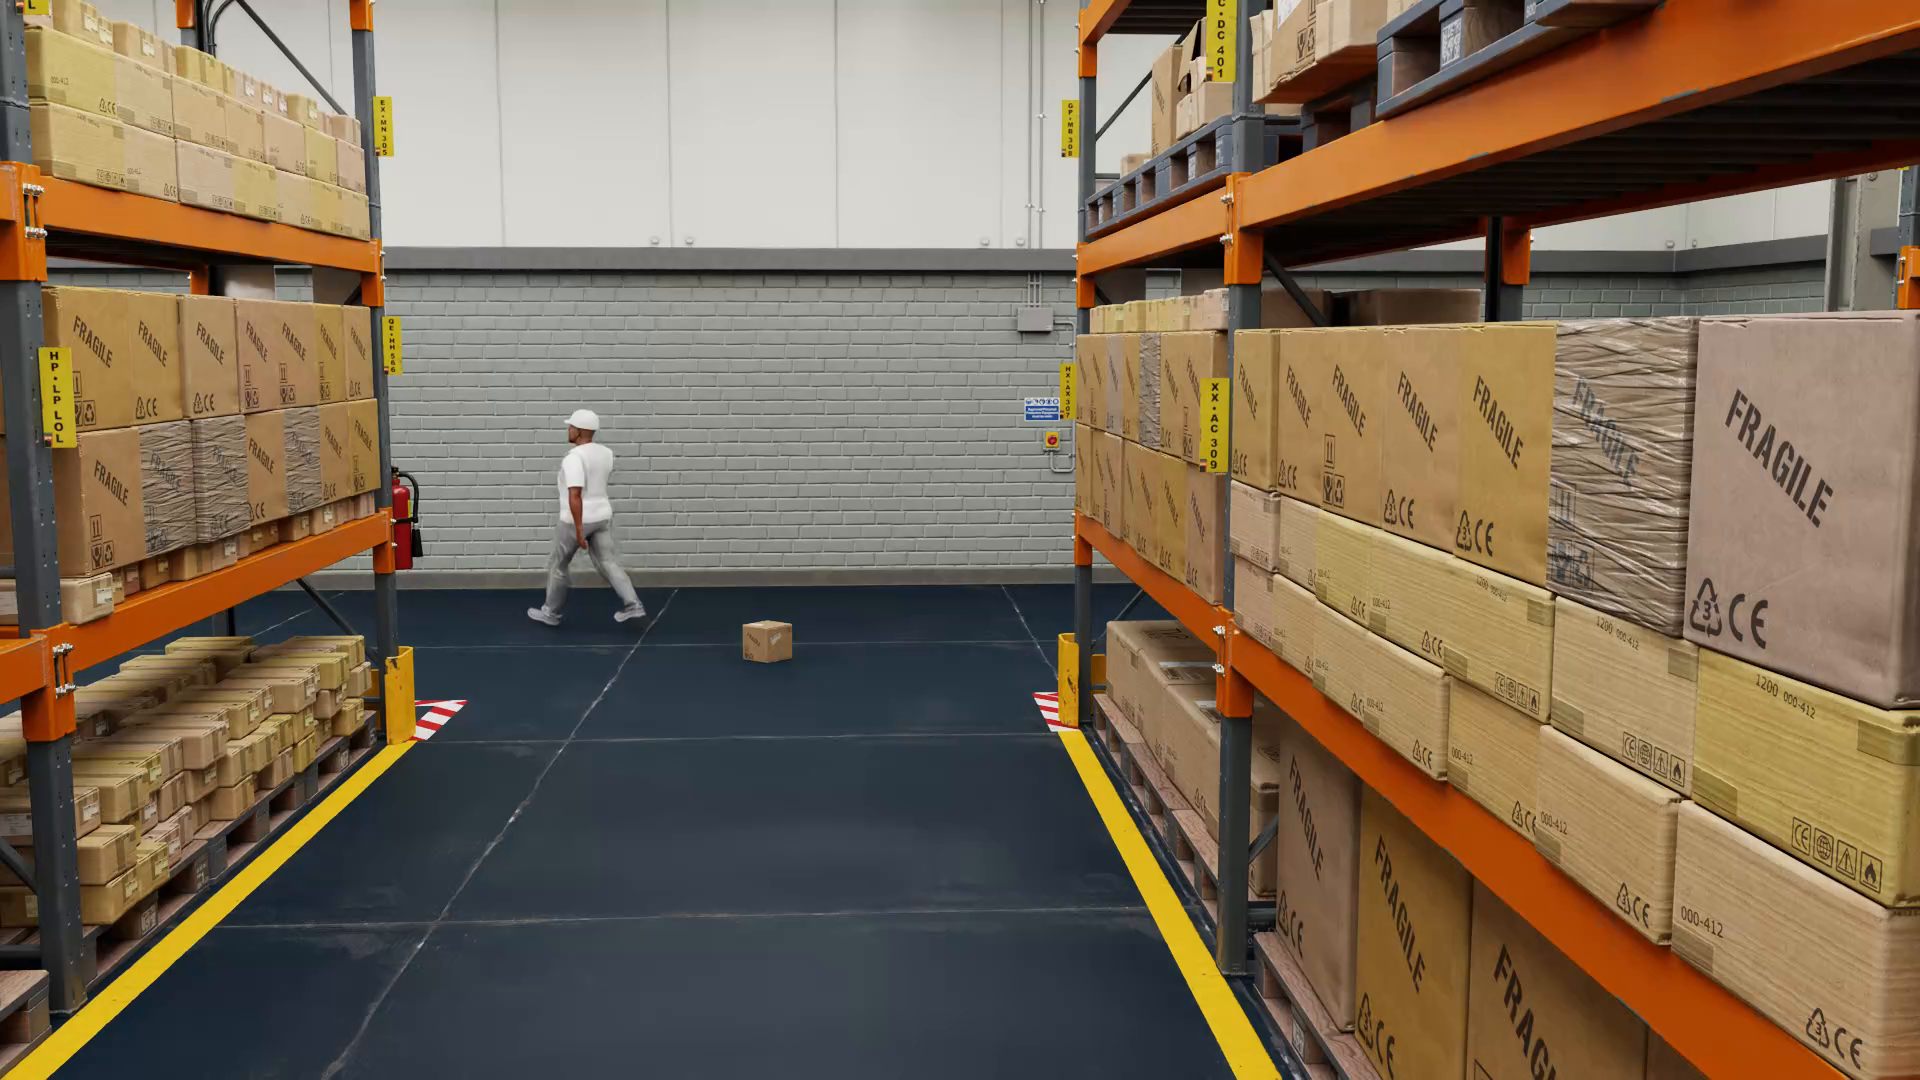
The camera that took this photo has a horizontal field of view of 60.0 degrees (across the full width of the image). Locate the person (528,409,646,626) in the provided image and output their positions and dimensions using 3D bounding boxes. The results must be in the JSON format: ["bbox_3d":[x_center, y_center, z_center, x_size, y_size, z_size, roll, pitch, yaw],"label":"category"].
[{"bbox_3d":[-2.955,-0.165,13.063,1.071,1.723,0.558,4,8,32],"label":"person"}]
